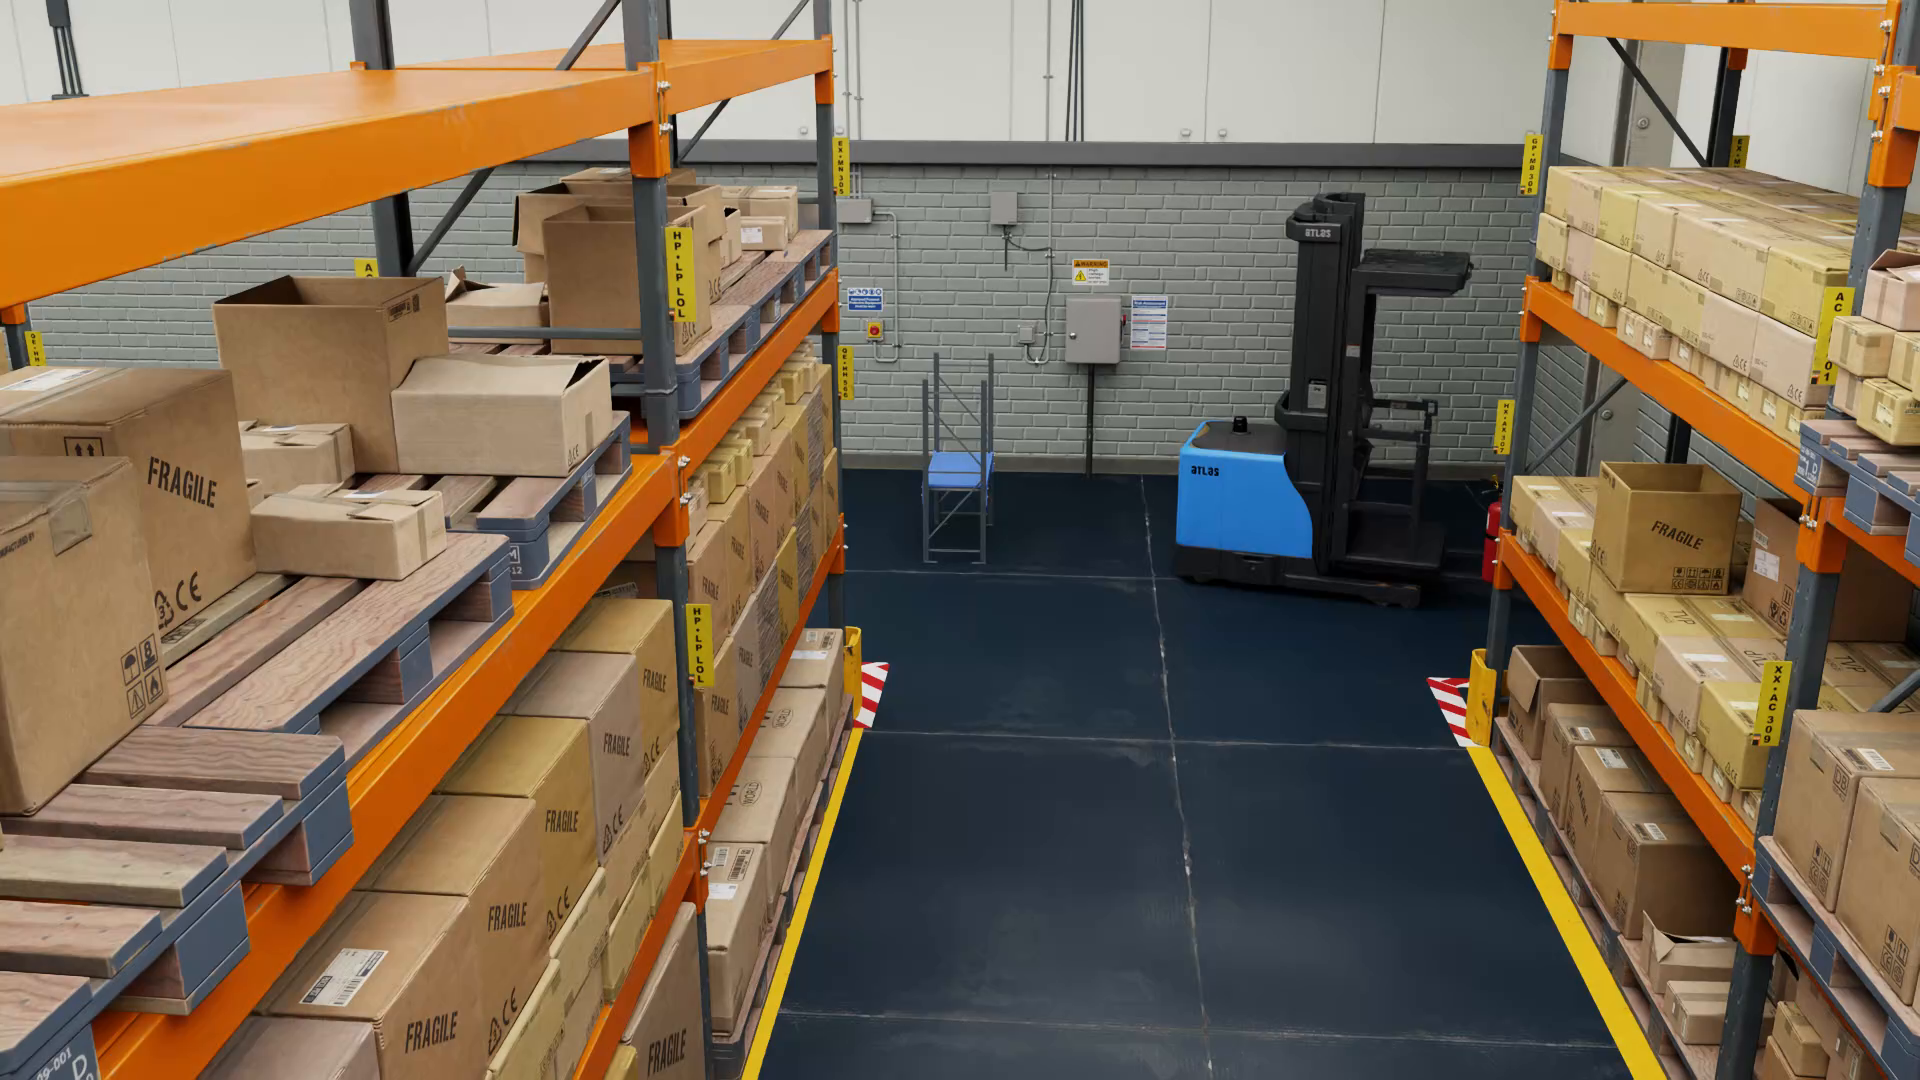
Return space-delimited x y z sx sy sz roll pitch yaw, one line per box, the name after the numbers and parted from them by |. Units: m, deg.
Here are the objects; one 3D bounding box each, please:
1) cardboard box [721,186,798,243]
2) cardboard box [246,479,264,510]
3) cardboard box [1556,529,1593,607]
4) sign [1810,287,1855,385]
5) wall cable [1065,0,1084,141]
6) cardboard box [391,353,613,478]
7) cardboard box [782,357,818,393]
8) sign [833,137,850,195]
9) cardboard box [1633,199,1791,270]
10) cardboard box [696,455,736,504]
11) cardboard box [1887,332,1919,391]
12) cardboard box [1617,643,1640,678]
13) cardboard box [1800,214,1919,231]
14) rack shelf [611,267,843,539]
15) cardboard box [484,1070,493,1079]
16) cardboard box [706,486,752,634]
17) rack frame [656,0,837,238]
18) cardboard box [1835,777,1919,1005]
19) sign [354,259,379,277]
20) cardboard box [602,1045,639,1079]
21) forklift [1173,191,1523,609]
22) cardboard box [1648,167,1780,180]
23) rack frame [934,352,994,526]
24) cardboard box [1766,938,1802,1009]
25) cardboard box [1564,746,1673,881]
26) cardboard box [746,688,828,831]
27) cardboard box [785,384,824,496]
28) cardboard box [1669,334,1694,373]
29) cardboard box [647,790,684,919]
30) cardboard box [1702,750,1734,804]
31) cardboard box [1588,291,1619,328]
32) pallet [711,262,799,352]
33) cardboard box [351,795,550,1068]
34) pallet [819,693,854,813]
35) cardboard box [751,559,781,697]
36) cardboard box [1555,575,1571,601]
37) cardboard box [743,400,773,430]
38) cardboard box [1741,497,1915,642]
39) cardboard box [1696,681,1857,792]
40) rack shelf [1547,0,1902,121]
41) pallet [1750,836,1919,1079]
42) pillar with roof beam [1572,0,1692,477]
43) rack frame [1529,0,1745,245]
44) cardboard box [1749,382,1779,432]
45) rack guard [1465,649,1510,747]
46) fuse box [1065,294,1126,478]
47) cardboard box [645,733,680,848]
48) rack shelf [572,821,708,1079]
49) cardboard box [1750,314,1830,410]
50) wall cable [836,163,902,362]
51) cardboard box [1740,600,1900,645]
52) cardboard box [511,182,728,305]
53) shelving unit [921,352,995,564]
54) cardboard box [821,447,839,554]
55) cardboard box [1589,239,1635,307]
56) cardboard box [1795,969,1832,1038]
-1.166 -1.806 9.206 0.500 0.250 0.500 0 18 -1 | cardboard box
-1.990 -0.106 4.152 0.396 0.266 0.258 3 18 8 | cardboard box
3.358 0.142 8.435 0.500 0.250 0.500 1 18 3 | cardboard box
2.899 -0.675 5.519 0.100 0.325 0.005 1 18 4 | sign
2.429 -4.897 14.355 2.988 3.039 0.133 1 18 4 | wall cable
-1.364 -0.408 5.004 0.500 0.311 0.500 1 18 4 | cardboard box
-0.978 -0.900 9.045 0.380 0.149 0.250 1 18 3 | cardboard box
-0.683 -2.139 9.521 0.100 0.325 0.005 1 18 4 | sign
3.342 -1.365 7.416 0.500 0.250 0.500 2 18 5 | cardboard box
-1.171 -0.263 7.102 0.380 0.149 0.250 1 18 4 | cardboard box
3.034 -0.522 4.971 0.380 0.149 0.250 2 18 5 | cardboard box
3.341 0.541 7.857 0.380 0.149 0.250 1 18 4 | cardboard box
3.818 -1.194 6.893 0.500 0.250 0.500 1 18 3 | cardboard box
-1.367 -0.809 7.913 1.077 0.370 4.000 1 18 4 | rack shelf
-1.428 1.505 3.951 0.500 0.250 0.500 1 18 4 | cardboard box
-1.192 0.074 7.114 0.500 0.500 0.500 1 18 3 | cardboard box
-1.223 -3.197 9.229 1.000 3.000 0.127 1 18 4 | rack frame
3.146 1.064 5.022 0.700 0.500 0.500 1 18 5 | cardboard box
-2.064 -0.825 5.848 0.100 0.325 0.005 1 18 4 | sign
-1.532 2.181 5.188 0.875 0.875 0.875 2 18 6 | cardboard box
3.233 -1.068 12.474 3.031 2.935 1.130 6 19 17 | forklift
3.975 -1.826 8.821 0.500 0.250 0.500 1 18 2 | cardboard box
0.030 -0.844 14.090 0.500 1.500 0.032 1 18 4 | rack frame
3.724 1.884 7.001 0.500 0.311 0.500 2 18 6 | cardboard box
3.352 1.366 8.277 0.500 0.500 0.500 2 18 5 | cardboard box
-1.228 1.163 8.996 0.875 0.438 0.875 2 18 5 | cardboard box
-1.028 -0.551 9.022 0.500 0.500 0.500 1 18 4 | cardboard box
3.303 -0.815 7.179 0.380 0.149 0.250 1 18 4 | cardboard box
-1.291 1.112 5.953 0.500 0.250 0.500 1 18 3 | cardboard box
3.209 0.939 6.644 0.380 0.149 0.250 2 18 5 | cardboard box
3.313 -1.131 8.144 0.380 0.149 0.250 1 18 4 | cardboard box
-1.351 -1.119 7.847 1.003 0.211 1.213 1 18 4 | pallet
-1.399 0.996 4.298 0.500 0.500 0.500 2 18 5 | cardboard box
-1.202 1.229 9.834 1.003 0.211 1.213 1 18 4 | pallet
-1.133 0.398 7.731 0.500 0.500 0.500 1 18 4 | cardboard box
3.395 0.218 8.844 0.380 0.149 0.250 2 18 6 | cardboard box
-1.123 -0.583 8.077 0.380 0.149 0.250 2 18 6 | cardboard box
3.813 0.122 7.291 0.500 0.500 0.500 1 18 2 | cardboard box
3.234 0.772 6.514 0.500 0.250 0.500 2 18 5 | cardboard box
3.585 -2.123 7.111 1.077 0.370 4.000 1 18 4 | rack shelf
3.275 1.342 5.317 1.003 0.211 1.213 1 18 4 | pallet
0.526 -4.001 11.682 9.100 9.000 0.400 1 18 4 | pillar with roof beam
3.728 -3.088 8.895 1.000 3.000 0.127 1 18 4 | rack frame
3.193 -0.495 6.202 0.380 0.149 0.250 1 18 4 | cardboard box
3.723 0.975 10.146 1.175 0.500 0.348 1 18 4 | rack guard
1.243 -1.394 15.429 0.539 1.711 0.414 1 18 4 | fuse box
-1.299 0.872 5.883 0.500 0.250 0.500 1 18 4 | cardboard box
-1.653 1.859 4.588 1.077 0.370 4.000 1 18 4 | rack shelf
3.226 -0.646 6.022 0.500 0.250 0.500 1 18 4 | cardboard box
-0.842 -2.596 15.346 0.585 1.953 0.123 1 18 4 | wall cable
3.814 0.471 7.430 0.500 0.250 0.500 2 18 5 | cardboard box
-1.445 -1.245 7.088 0.797 0.503 0.637 3 18 8 | cardboard box
-0.006 -0.686 13.609 0.538 1.500 1.048 1 18 4 | shelving unit
-0.994 -0.238 9.673 0.500 0.500 0.500 1 18 4 | cardboard box
3.359 -1.284 7.969 0.500 0.250 0.500 1 18 2 | cardboard box
3.211 1.651 5.888 0.380 0.149 0.250 1 18 3 | cardboard box
